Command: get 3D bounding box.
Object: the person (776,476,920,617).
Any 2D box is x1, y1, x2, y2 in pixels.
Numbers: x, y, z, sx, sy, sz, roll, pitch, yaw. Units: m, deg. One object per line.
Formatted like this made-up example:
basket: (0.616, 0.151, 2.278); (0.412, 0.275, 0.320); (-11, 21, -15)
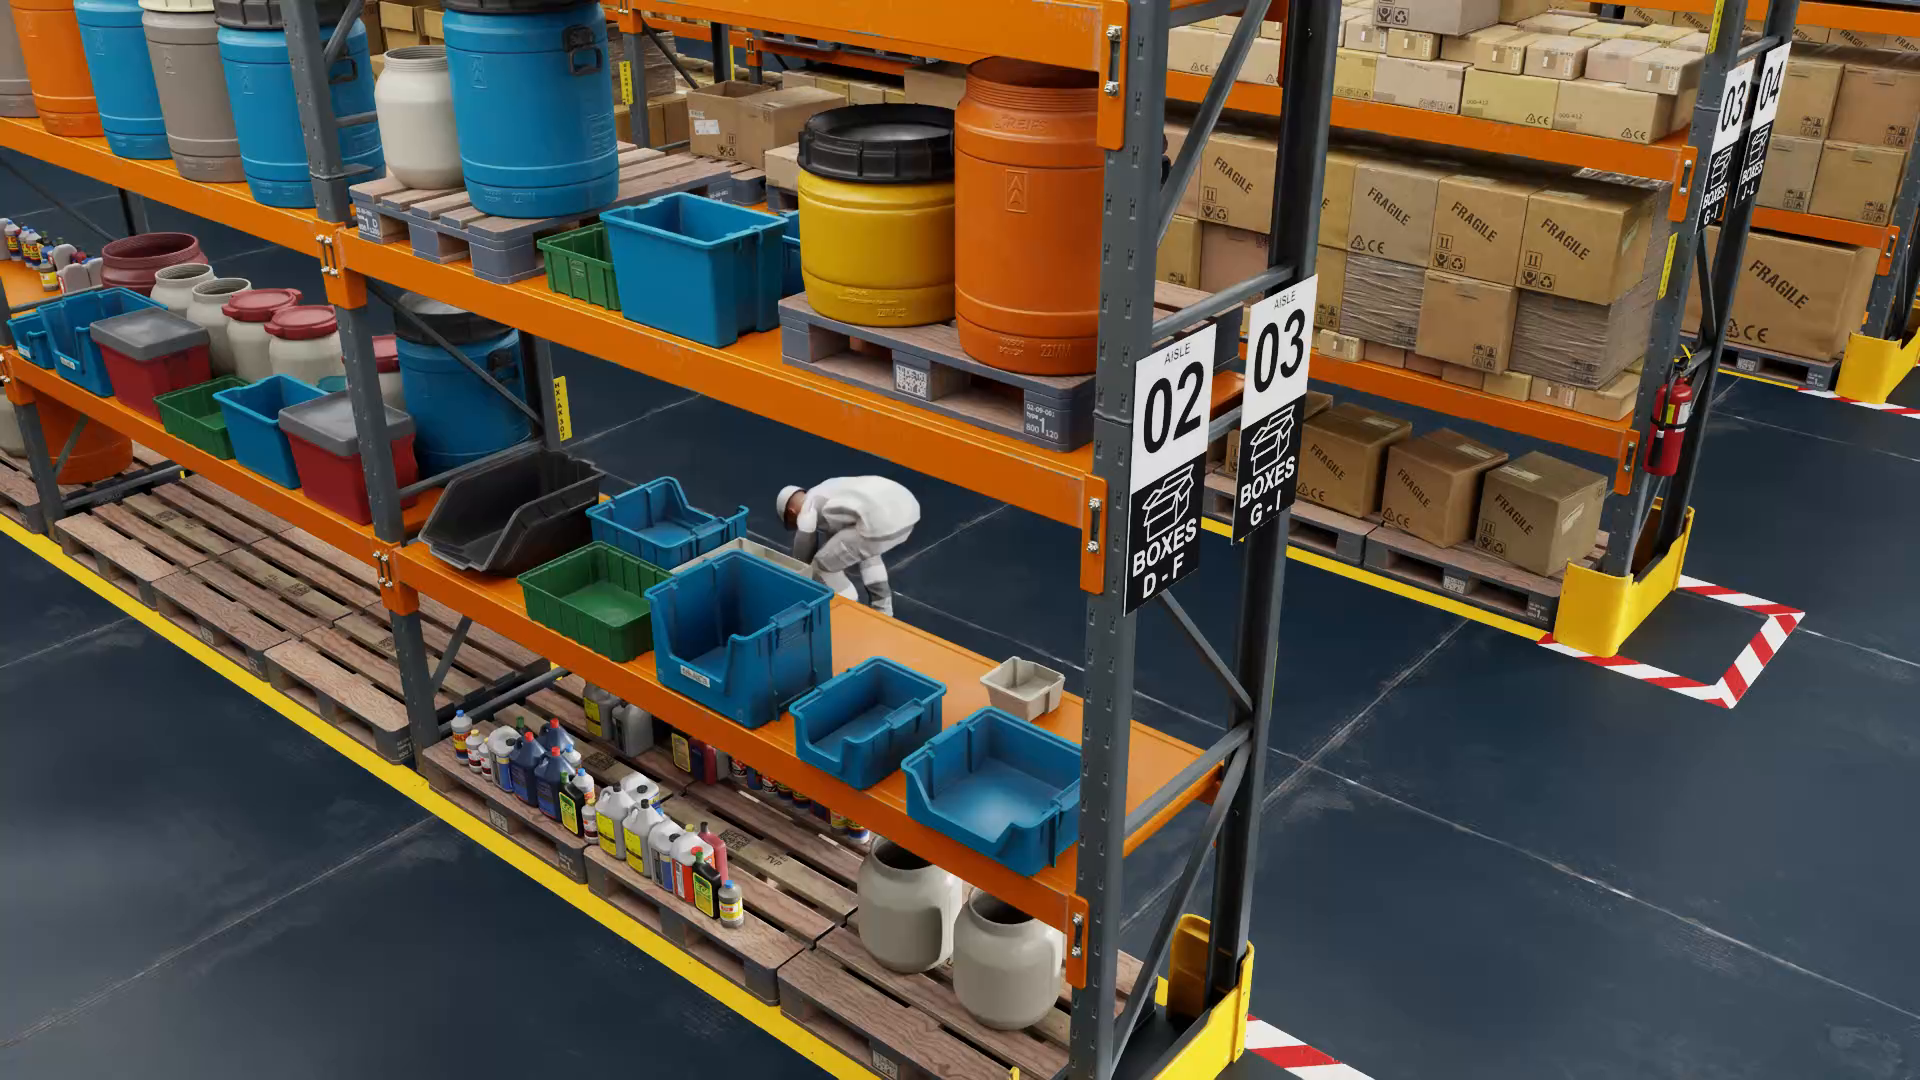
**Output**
person: (-0.666, 0.053, 9.396); (0.949, 0.956, 0.528); (19, 33, 32)
